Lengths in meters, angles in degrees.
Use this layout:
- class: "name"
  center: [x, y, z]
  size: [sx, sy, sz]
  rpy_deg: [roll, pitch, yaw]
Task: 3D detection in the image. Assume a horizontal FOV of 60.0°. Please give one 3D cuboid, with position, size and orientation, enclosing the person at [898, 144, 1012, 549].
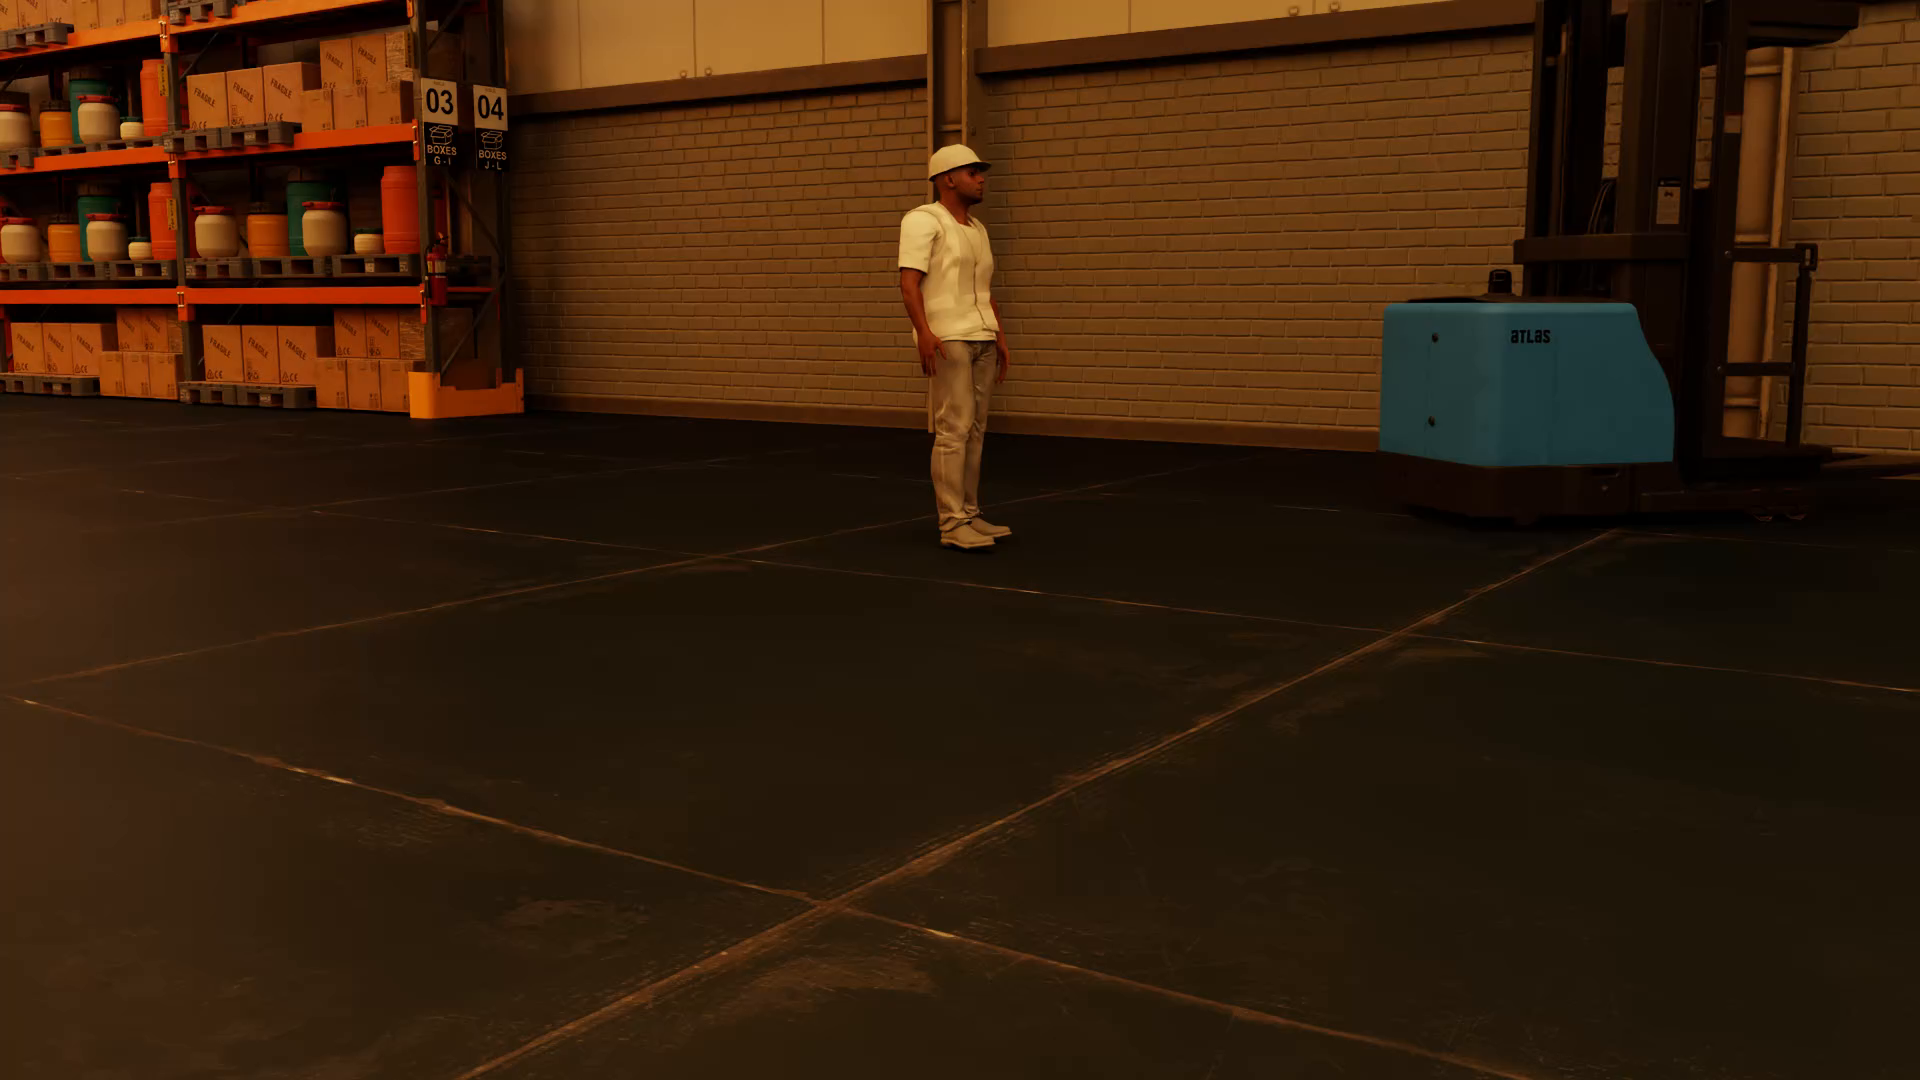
- class: "person"
  center: [0.055, -0.875, 7.434]
  size: [0.575, 1.768, 0.642]
  rpy_deg: [5, 10, 34]

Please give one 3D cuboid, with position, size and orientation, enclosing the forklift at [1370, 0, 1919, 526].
- class: "forklift"
  center: [3.724, -1.609, 8.505]
  size: [3.031, 2.935, 1.130]
  rpy_deg: [-2, 8, -16]
